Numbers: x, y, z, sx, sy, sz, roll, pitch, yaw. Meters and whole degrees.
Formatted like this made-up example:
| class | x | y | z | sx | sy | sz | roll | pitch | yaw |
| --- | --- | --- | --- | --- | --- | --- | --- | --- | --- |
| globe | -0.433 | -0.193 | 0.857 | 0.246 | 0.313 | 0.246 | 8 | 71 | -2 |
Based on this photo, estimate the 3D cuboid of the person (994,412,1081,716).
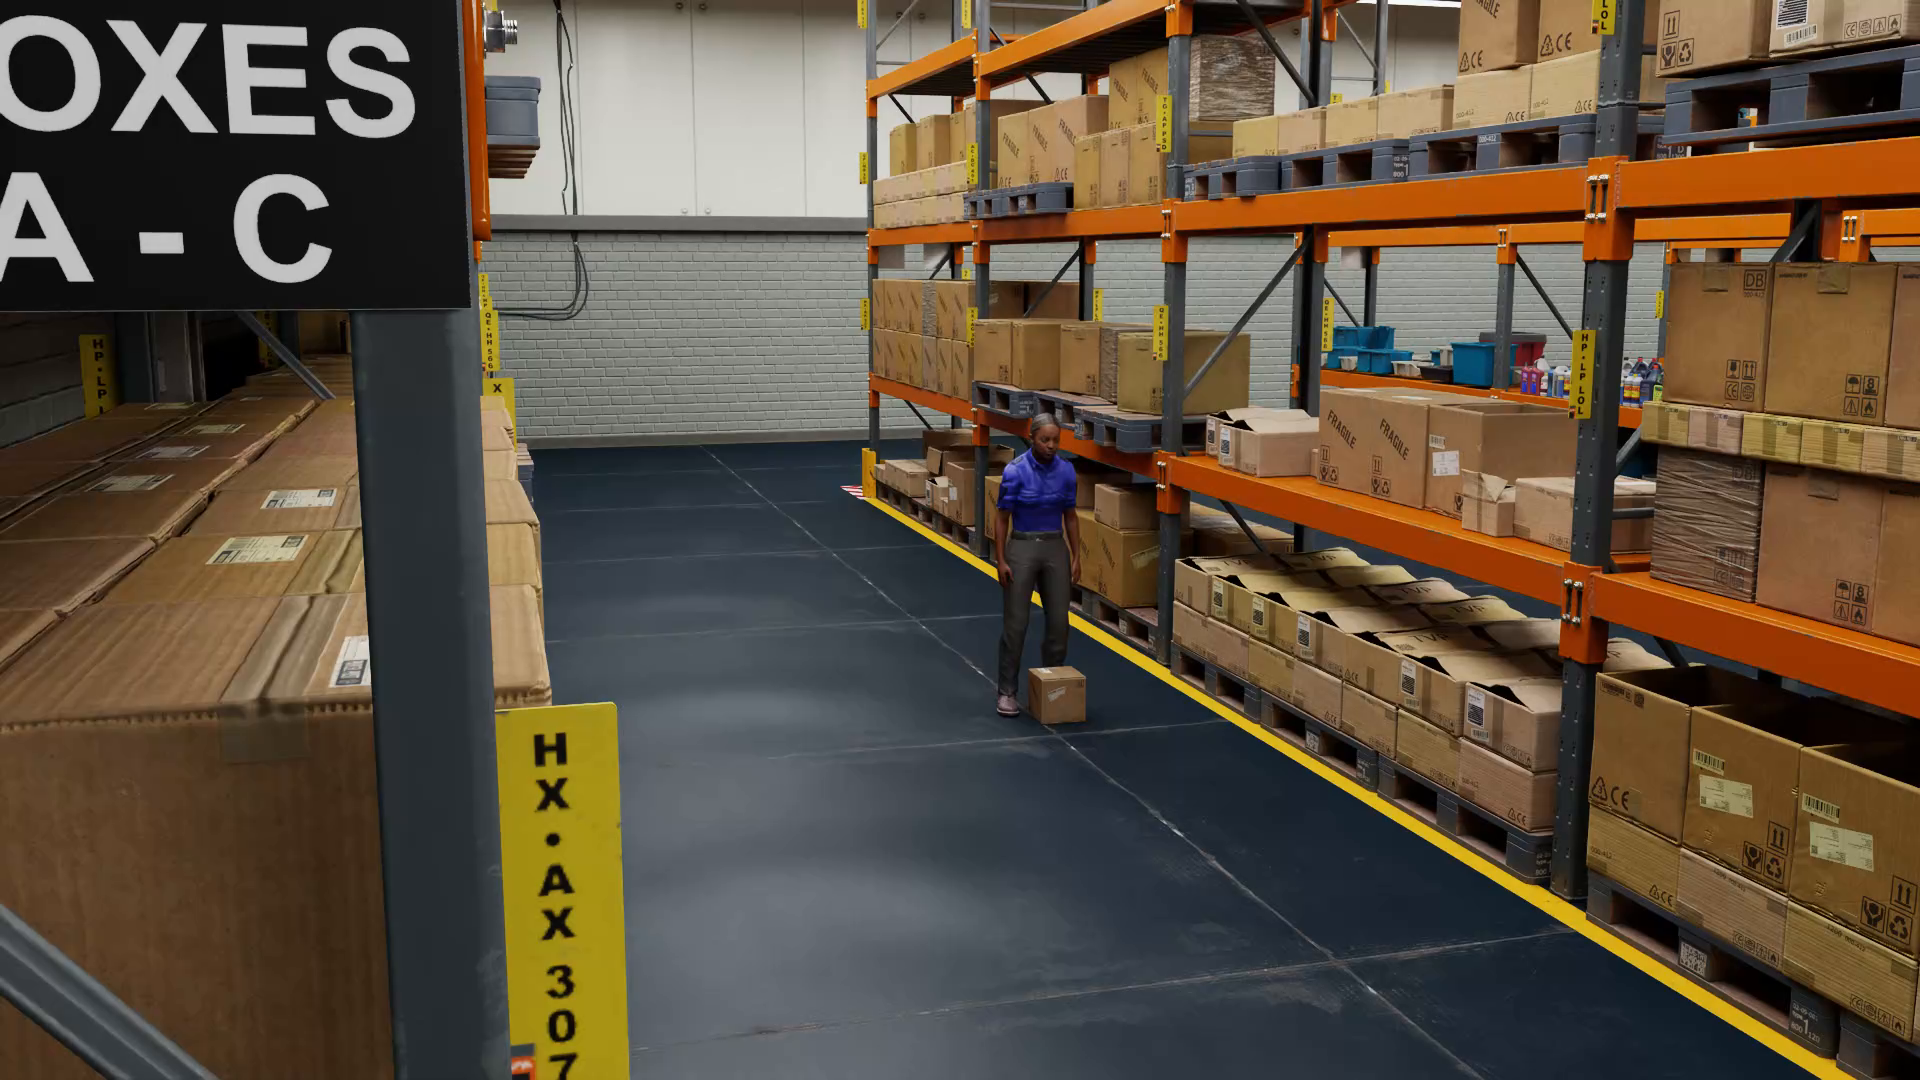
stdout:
| class | x | y | z | sx | sy | sz | roll | pitch | yaw |
| --- | --- | --- | --- | --- | --- | --- | --- | --- | --- |
| person | 0.426 | 0.119 | 9.173 | 0.506 | 1.655 | 0.351 | -3 | 10 | -16 |
